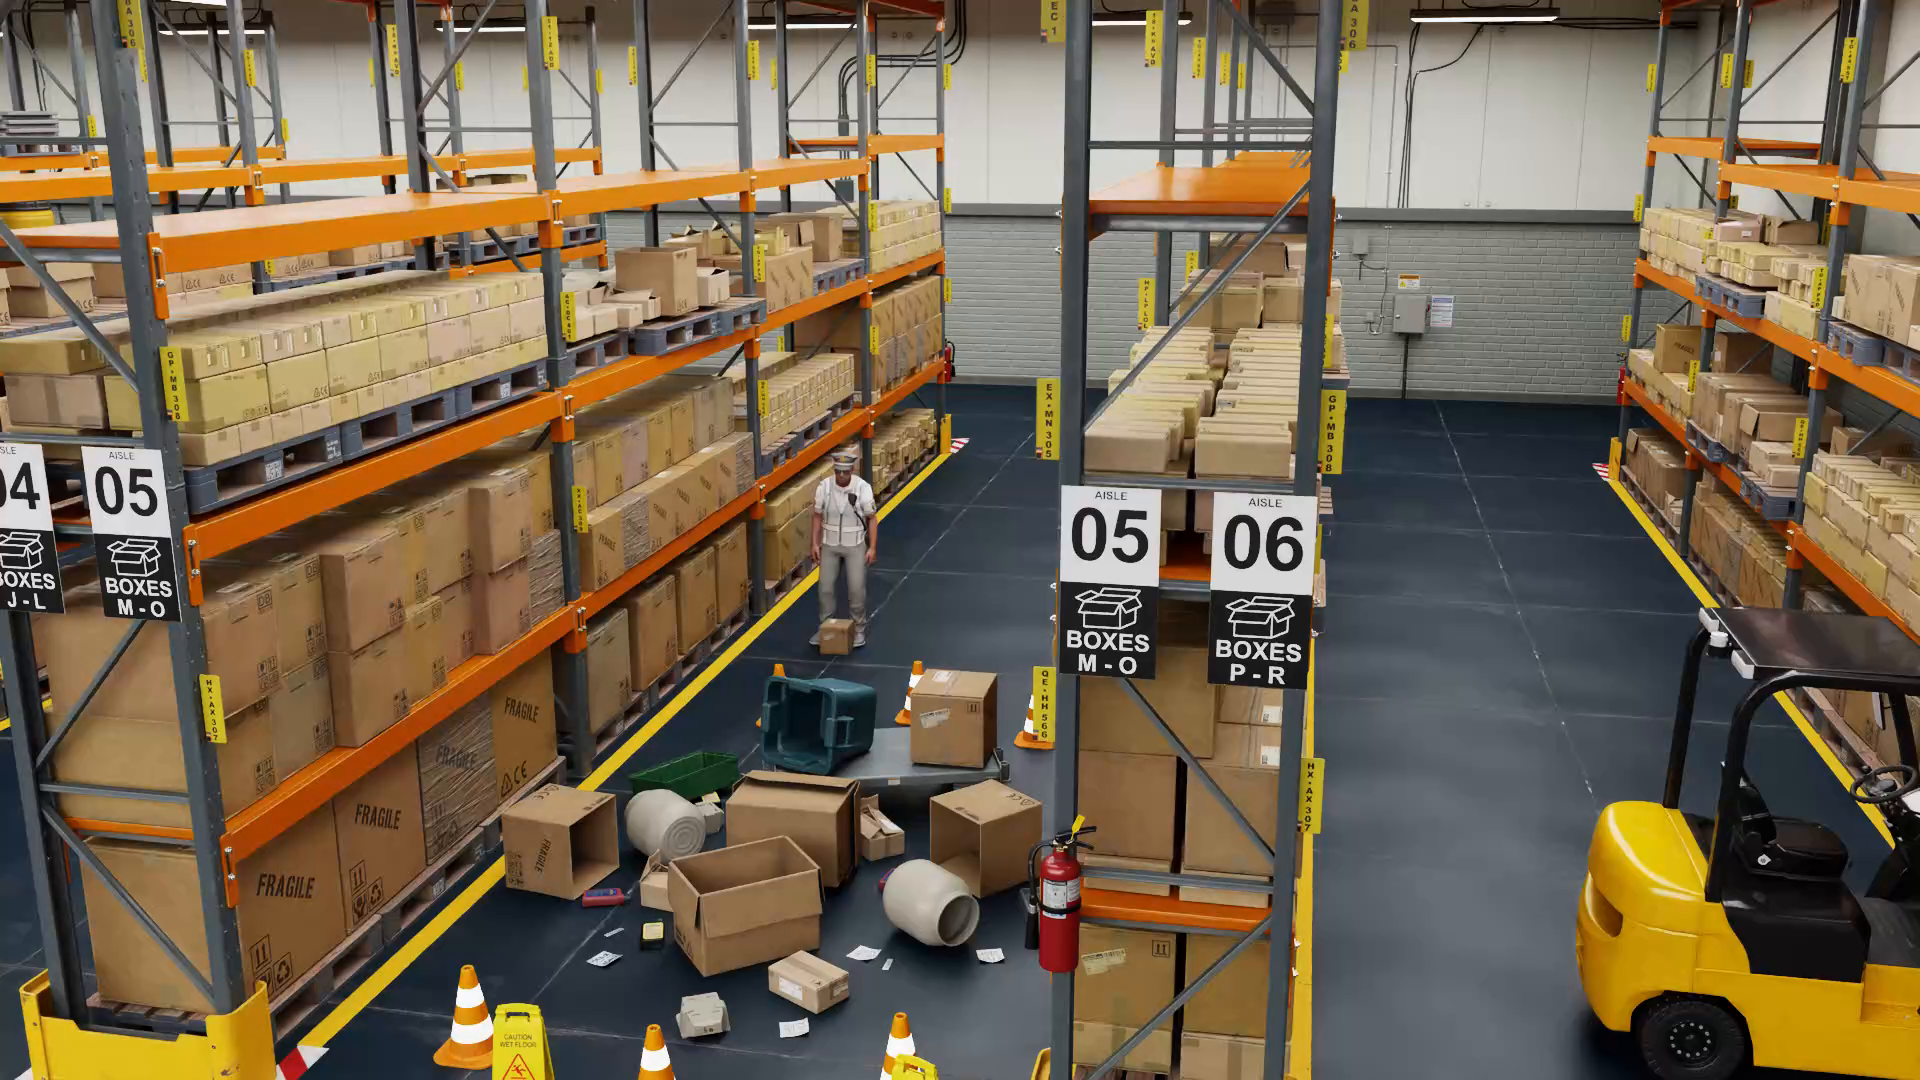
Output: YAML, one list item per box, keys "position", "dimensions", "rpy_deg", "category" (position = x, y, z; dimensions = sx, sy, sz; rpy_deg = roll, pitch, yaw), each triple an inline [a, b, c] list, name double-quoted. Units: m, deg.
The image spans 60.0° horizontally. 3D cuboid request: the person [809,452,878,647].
- position: [-1.031, 0.060, 14.765]
  dimensions: [0.604, 1.747, 0.437]
  rpy_deg: [2, 15, 8]
  category: "person"
